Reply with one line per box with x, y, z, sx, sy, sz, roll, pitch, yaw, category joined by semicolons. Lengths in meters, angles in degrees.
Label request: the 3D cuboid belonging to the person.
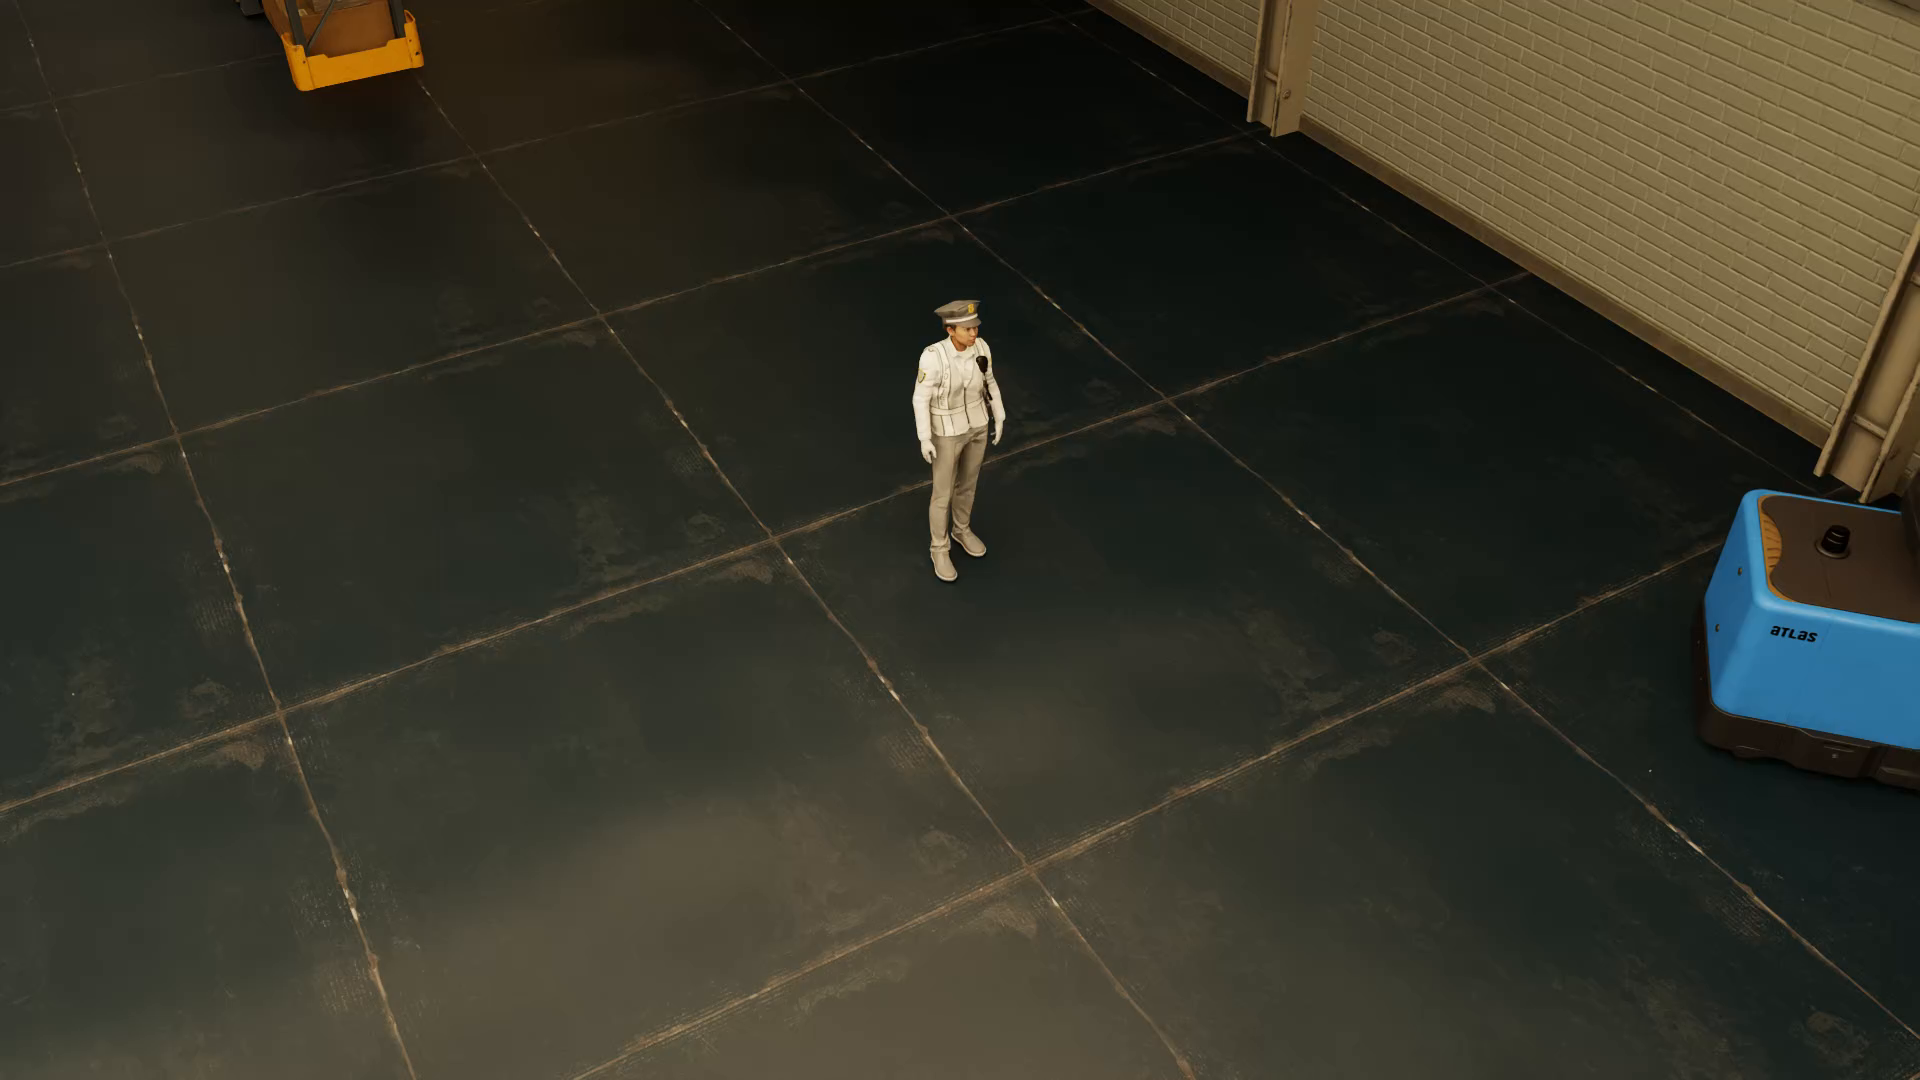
0.029;-0.618;9.738;0.588;1.695;0.531;-20;44;-23;person

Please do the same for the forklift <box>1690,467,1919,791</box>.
5.552;-0.031;8.074;3.031;2.935;1.130;11;41;13;forklift
